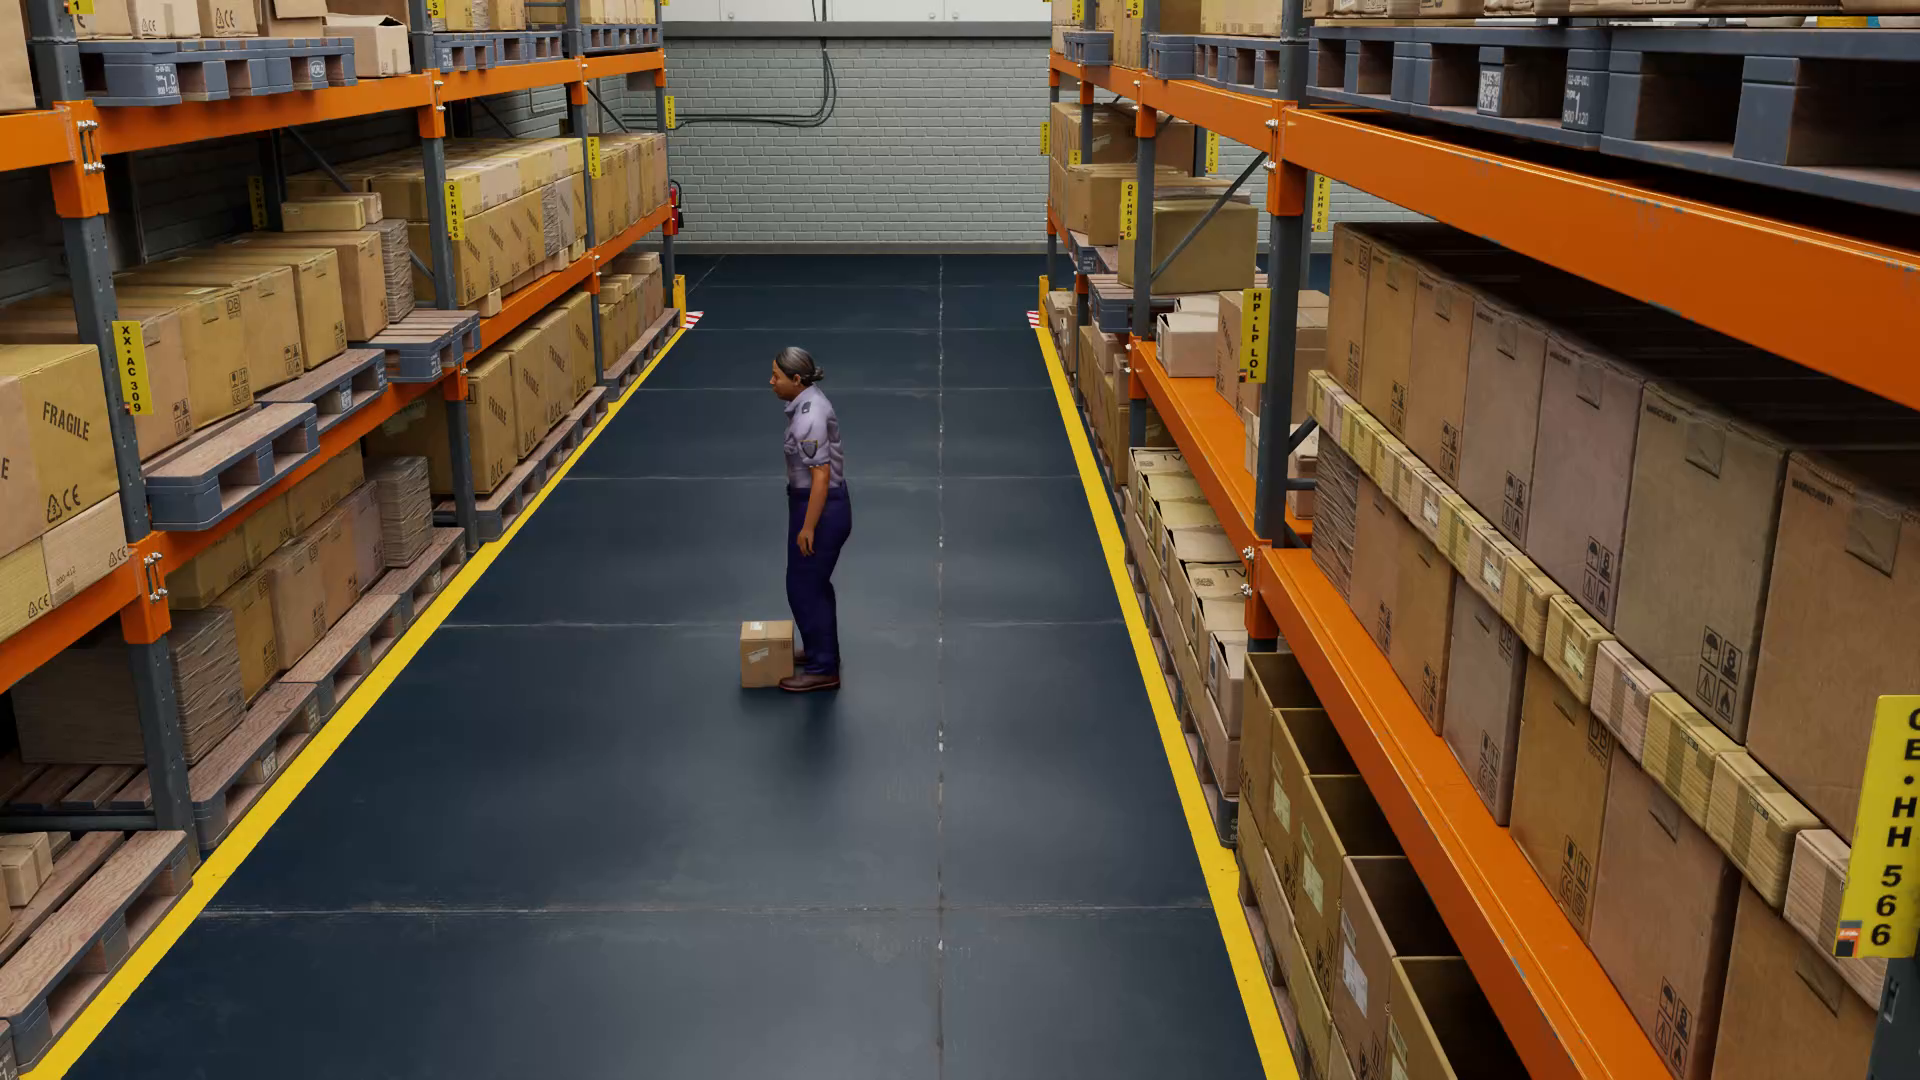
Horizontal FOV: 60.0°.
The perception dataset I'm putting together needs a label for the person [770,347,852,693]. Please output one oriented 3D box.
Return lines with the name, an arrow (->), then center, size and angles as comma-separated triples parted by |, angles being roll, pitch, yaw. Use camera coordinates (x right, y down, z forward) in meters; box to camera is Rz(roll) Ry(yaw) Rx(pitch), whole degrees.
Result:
person -> -0.703, -0.115, 7.930 | 0.371, 1.651, 0.562 | -1, 17, -4
